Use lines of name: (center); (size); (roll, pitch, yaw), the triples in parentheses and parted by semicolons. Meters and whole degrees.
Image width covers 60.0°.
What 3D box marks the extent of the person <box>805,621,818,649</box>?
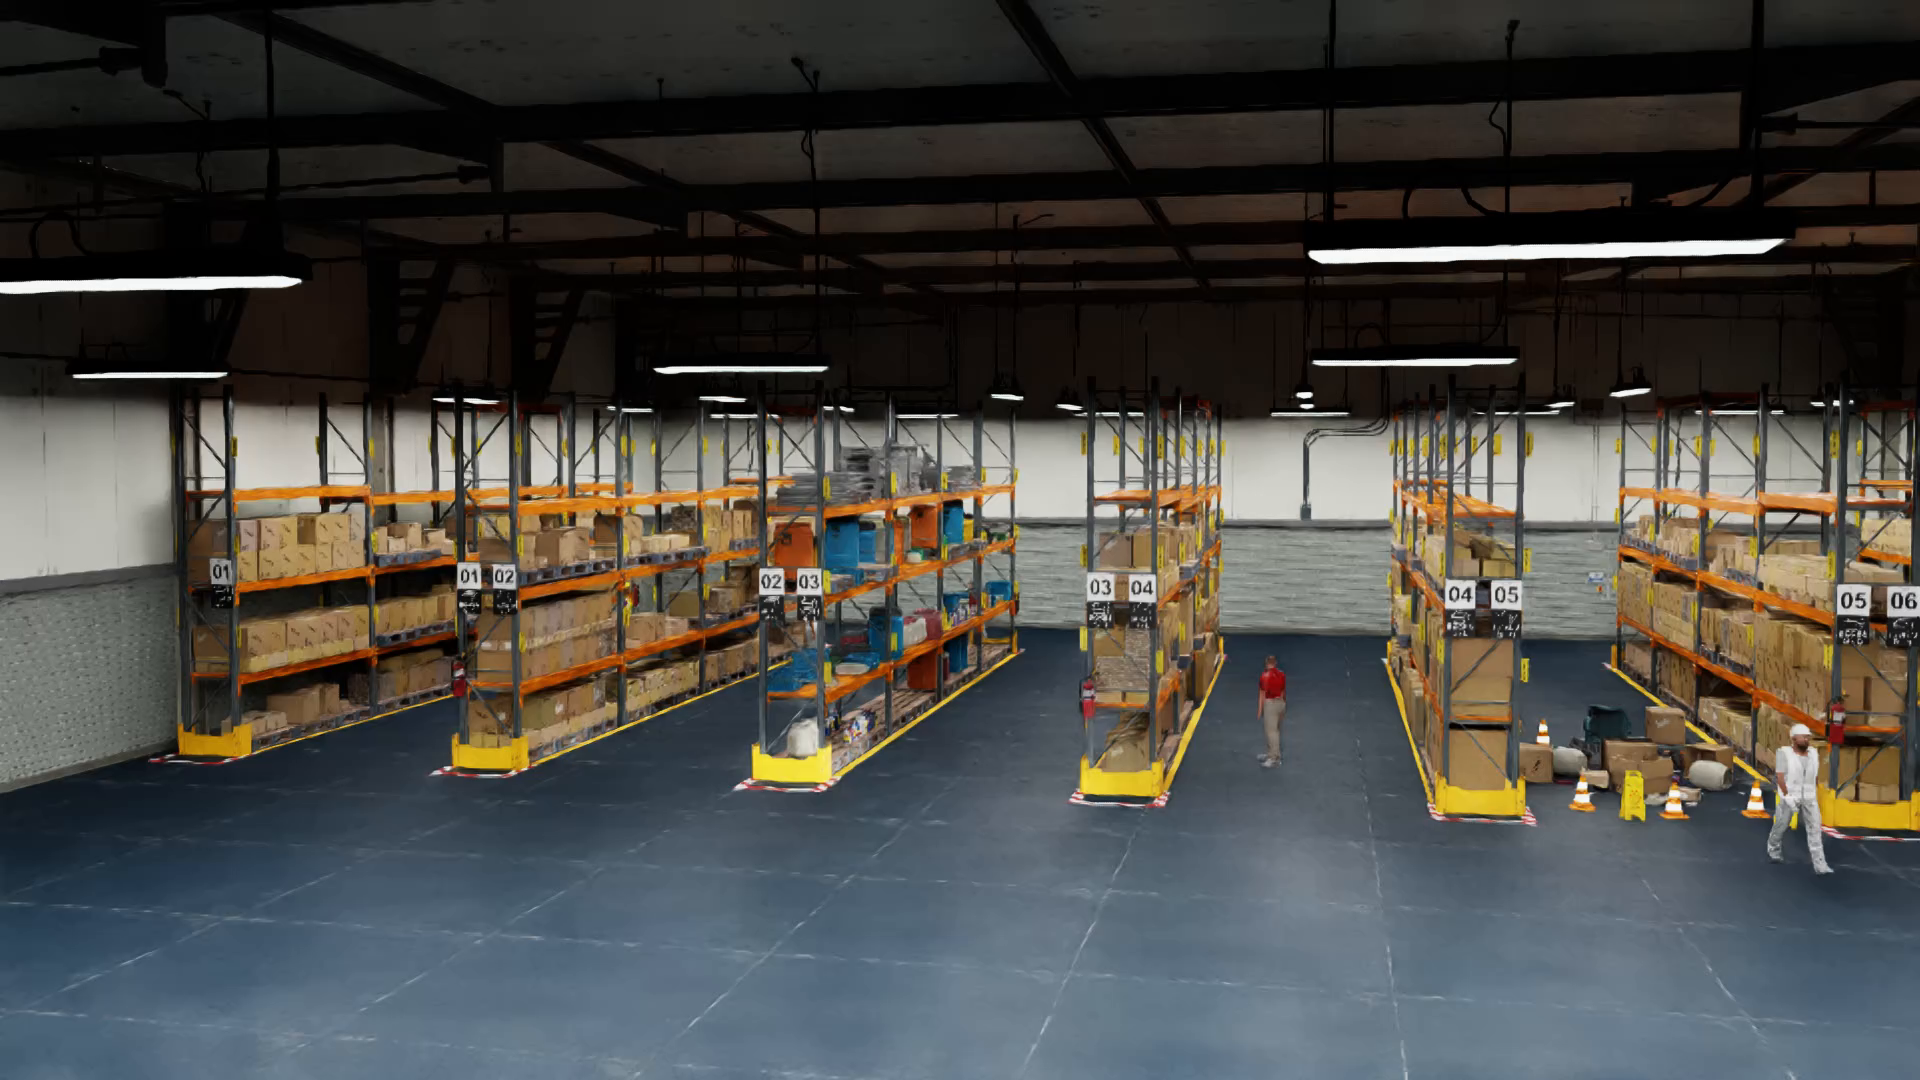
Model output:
person: (-3.325, 2.054, 37.620); (0.390, 1.664, 0.606); (0, 3, -1)

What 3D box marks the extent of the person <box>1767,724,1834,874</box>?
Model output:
person: (9.904, 3.019, 19.649); (0.554, 1.704, 1.031); (0, 3, 4)

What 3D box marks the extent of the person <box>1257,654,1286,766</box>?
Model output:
person: (4.882, 2.658, 26.214); (0.586, 1.723, 0.654); (3, 4, 43)

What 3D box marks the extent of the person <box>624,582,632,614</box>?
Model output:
person: (-7.960, 1.877, 39.656); (0.385, 1.767, 0.699); (0, 3, 2)

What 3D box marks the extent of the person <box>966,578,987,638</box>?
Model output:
person: (0.323, 1.794, 42.033); (0.588, 1.708, 0.970); (2, 4, 36)
